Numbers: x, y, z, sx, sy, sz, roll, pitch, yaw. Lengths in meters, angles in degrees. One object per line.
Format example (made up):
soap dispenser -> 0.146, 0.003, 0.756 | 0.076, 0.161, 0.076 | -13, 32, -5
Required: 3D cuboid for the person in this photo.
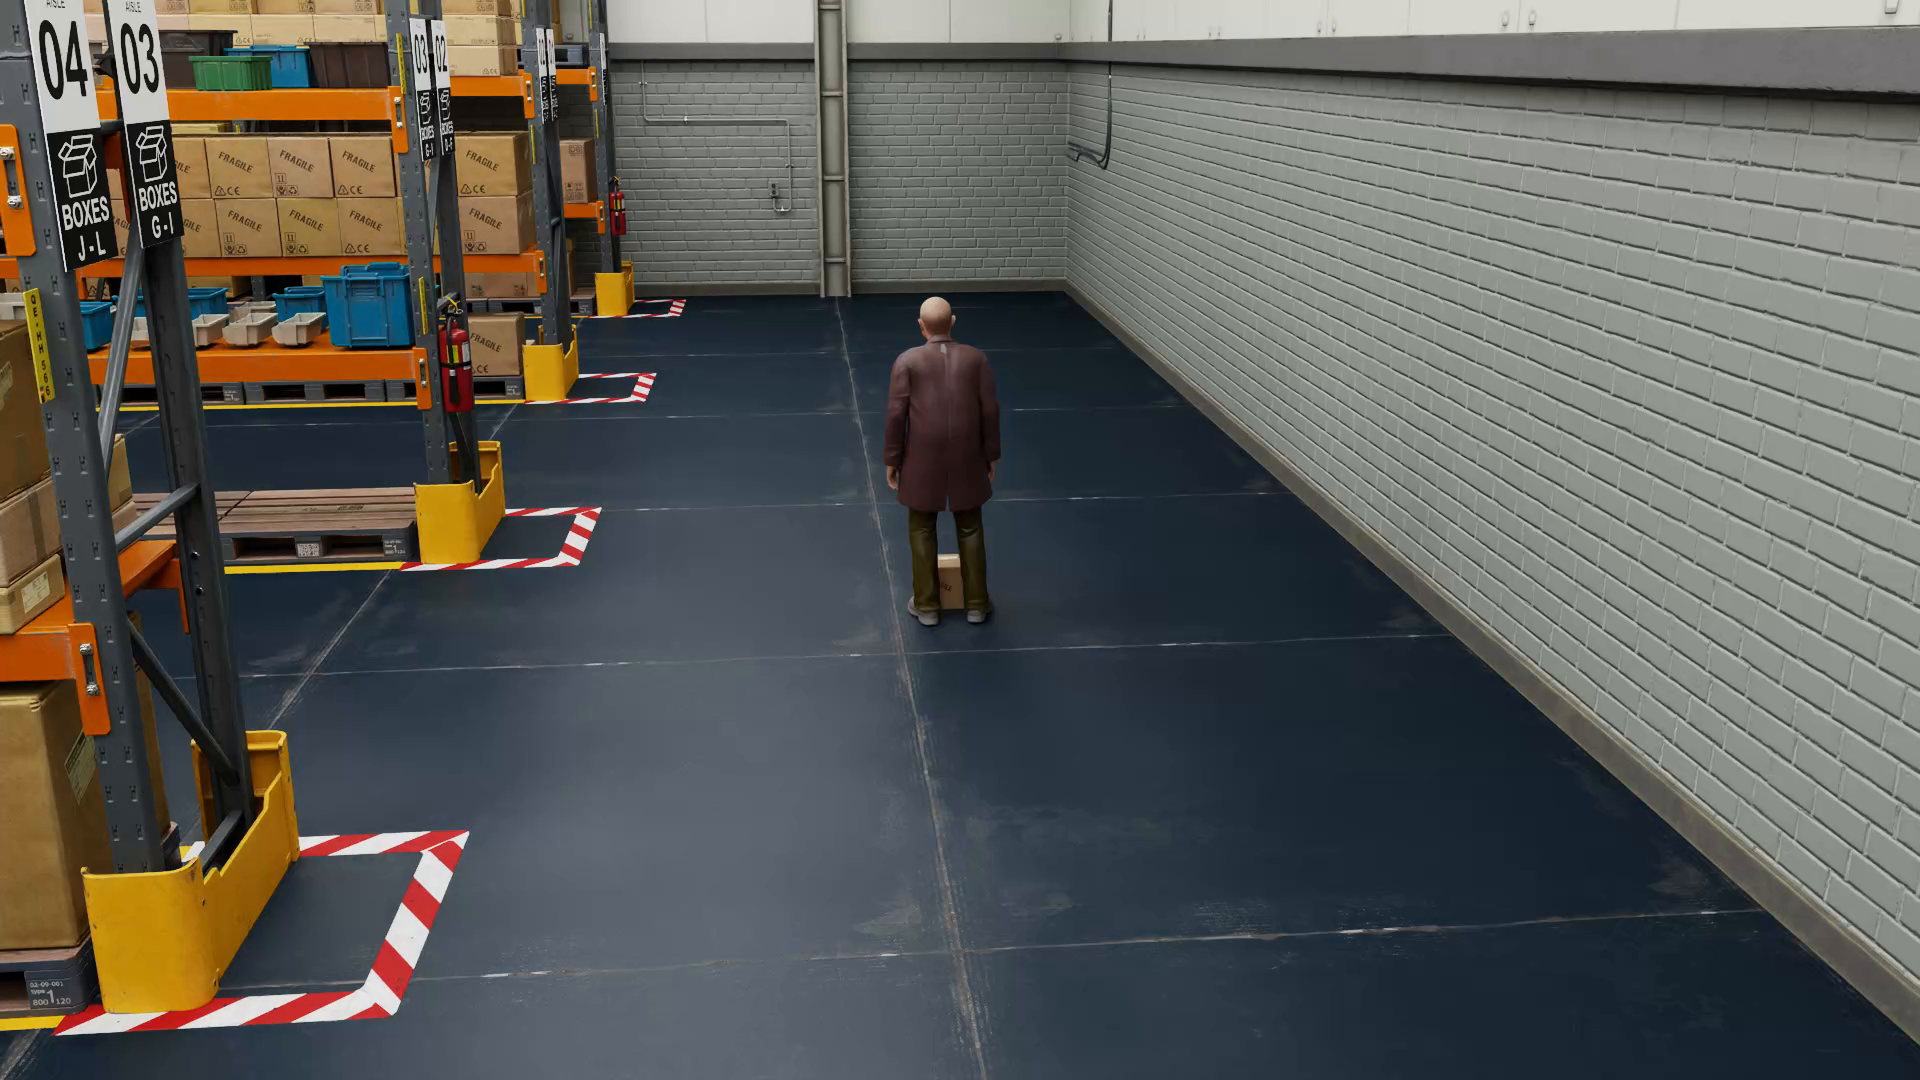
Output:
person -> -0.083, -0.424, 8.996 | 0.642, 1.774, 0.421 | -2, 17, -6
